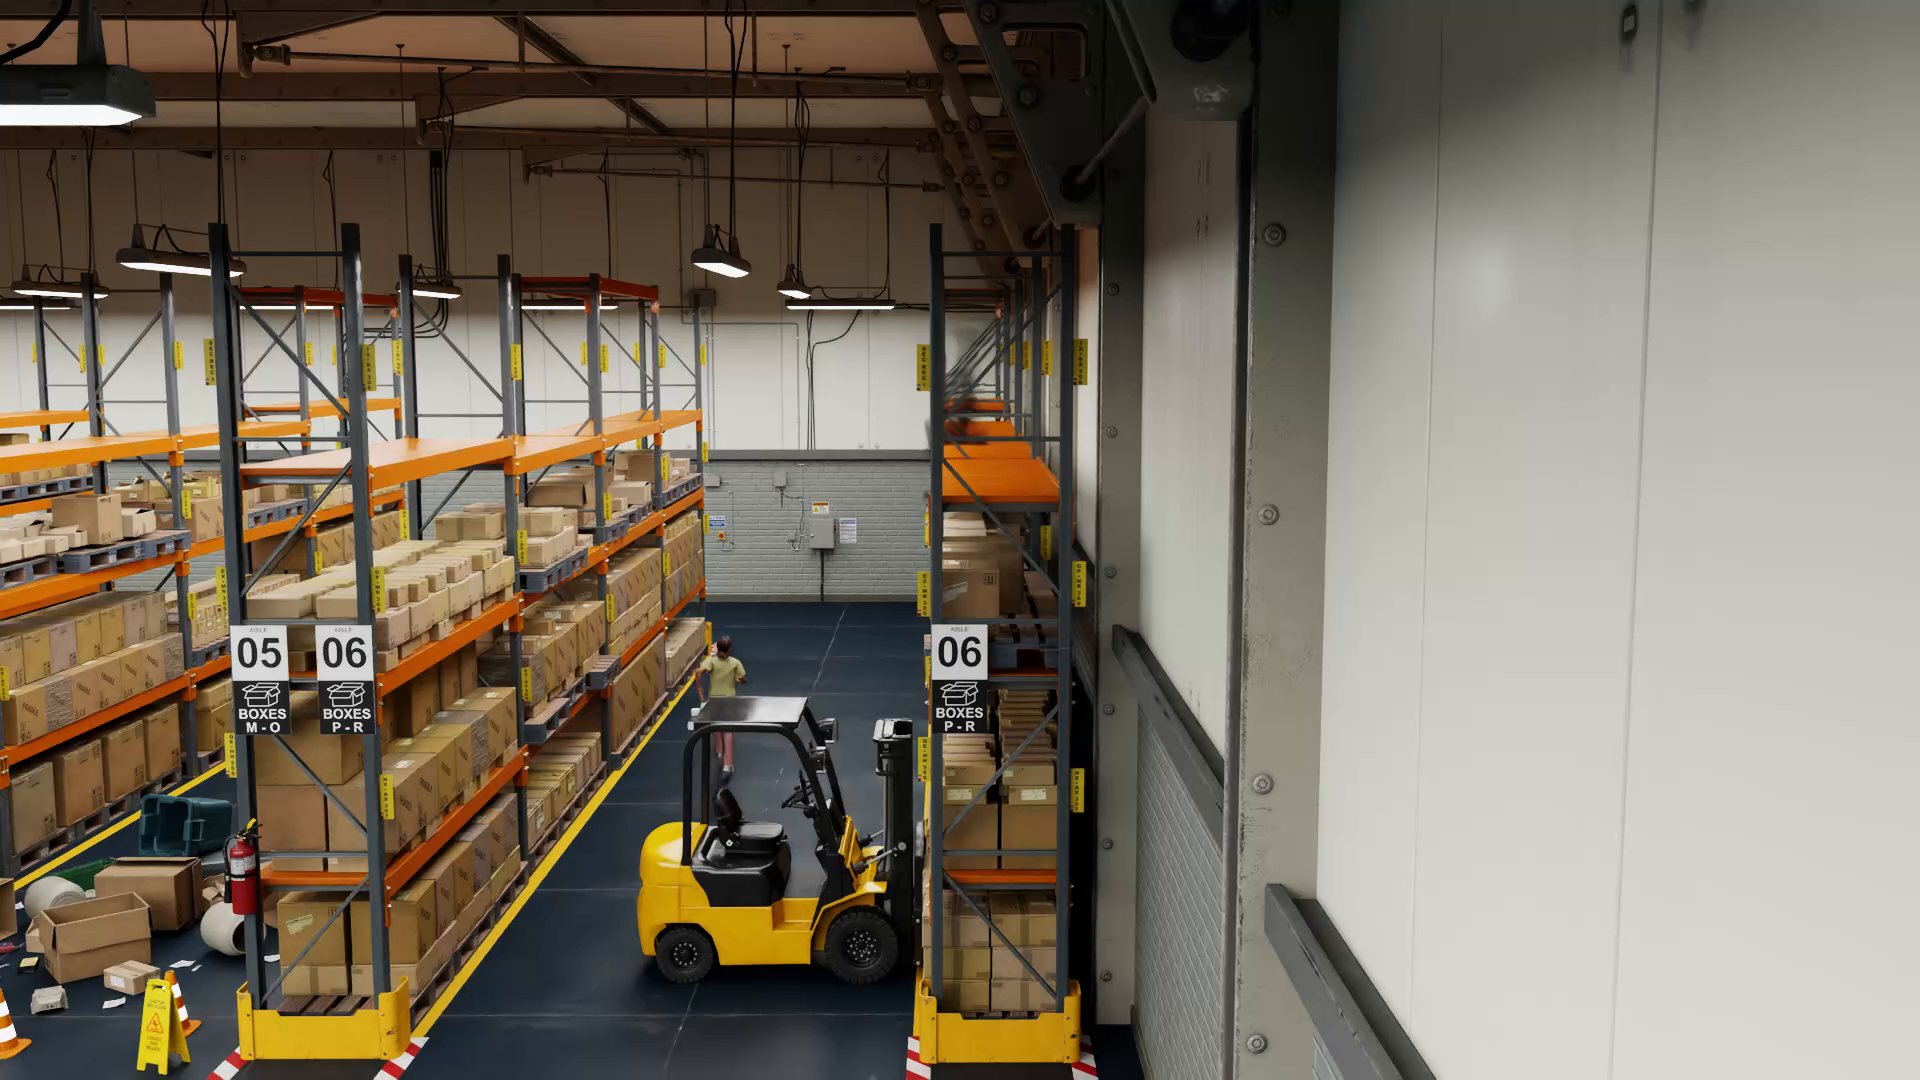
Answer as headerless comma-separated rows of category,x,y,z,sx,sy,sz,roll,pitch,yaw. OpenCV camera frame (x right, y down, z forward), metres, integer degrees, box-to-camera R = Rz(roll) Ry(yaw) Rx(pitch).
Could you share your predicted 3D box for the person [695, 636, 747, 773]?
person,-2.879,2.003,20.078,0.581,1.693,0.846,0,7,1
